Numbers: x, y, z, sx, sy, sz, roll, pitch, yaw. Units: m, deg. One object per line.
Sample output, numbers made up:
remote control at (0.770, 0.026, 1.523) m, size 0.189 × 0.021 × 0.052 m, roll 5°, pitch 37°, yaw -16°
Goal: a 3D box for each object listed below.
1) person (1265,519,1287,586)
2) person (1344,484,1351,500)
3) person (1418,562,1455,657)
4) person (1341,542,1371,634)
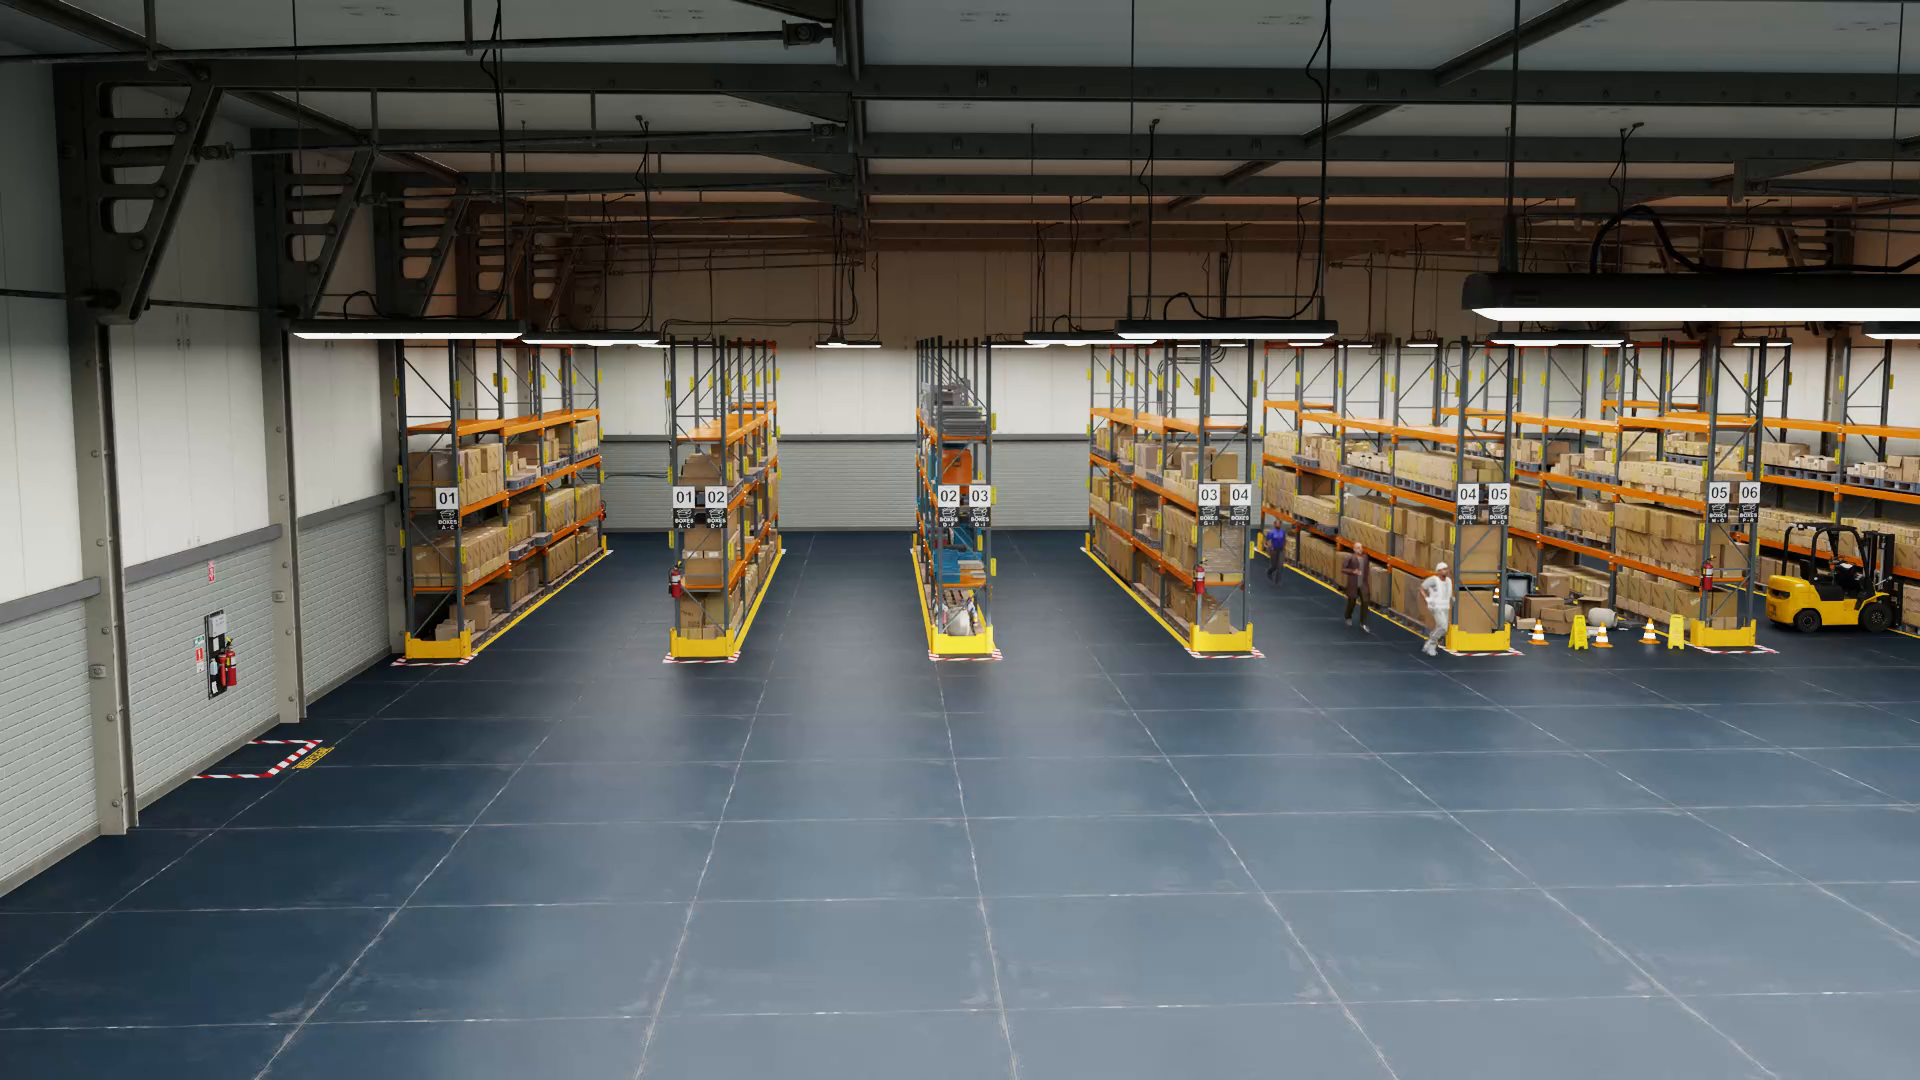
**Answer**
person at (7.742, 0.299, 40.673) m, size 0.593 × 1.618 × 0.727 m, roll -1°, pitch 7°, yaw -12°
person at (11.502, -0.757, 49.314) m, size 0.981 × 1.809 × 0.672 m, roll 0°, pitch 6°, yaw 1°
person at (9.024, 1.307, 31.248) m, size 0.719 × 1.777 × 0.592 m, roll -4°, pitch 8°, yaw -33°
person at (8.127, 0.952, 34.134) m, size 0.696 × 1.825 × 0.950 m, roll -1°, pitch 7°, yaw -6°
